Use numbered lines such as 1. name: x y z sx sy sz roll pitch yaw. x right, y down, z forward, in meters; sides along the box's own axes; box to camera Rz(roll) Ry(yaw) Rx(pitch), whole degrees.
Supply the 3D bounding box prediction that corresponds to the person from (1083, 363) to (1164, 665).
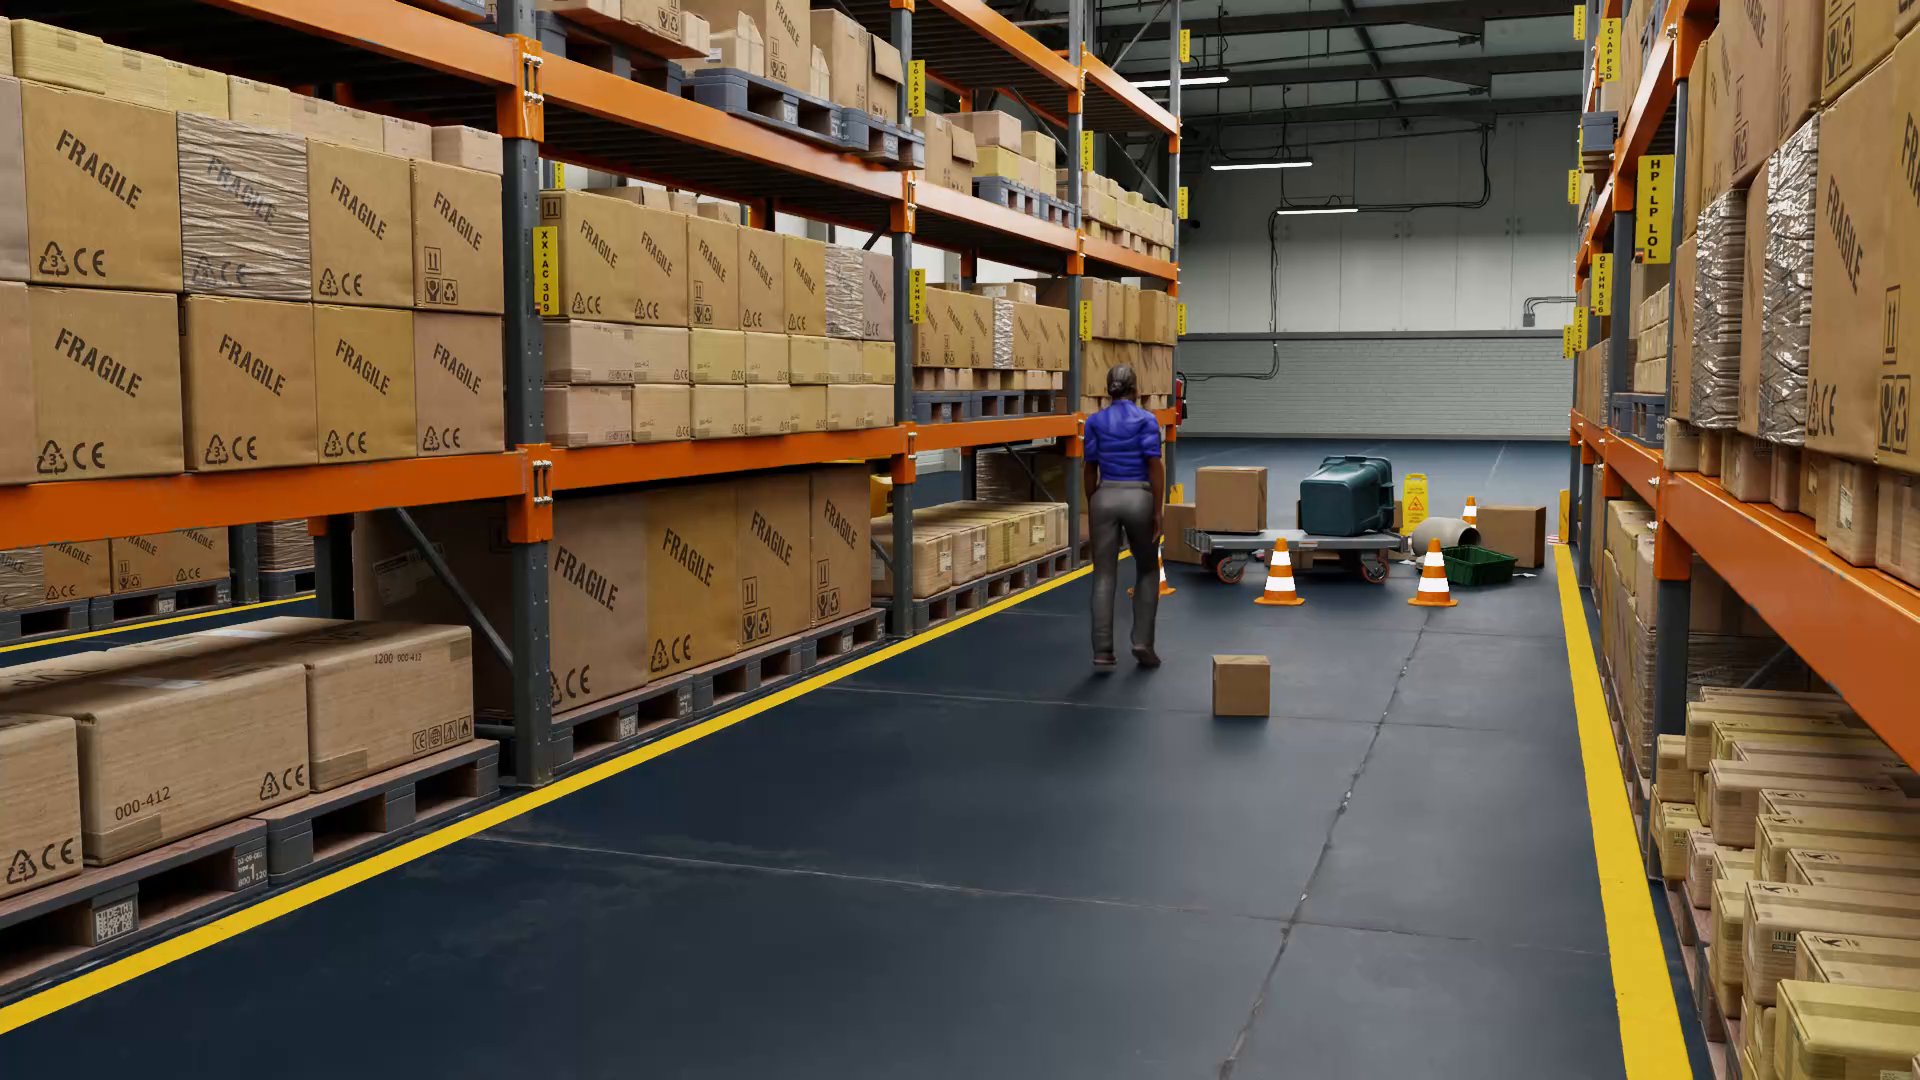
1. person: 0.877 -0.094 9.039 0.469 1.727 0.605 1 6 15
